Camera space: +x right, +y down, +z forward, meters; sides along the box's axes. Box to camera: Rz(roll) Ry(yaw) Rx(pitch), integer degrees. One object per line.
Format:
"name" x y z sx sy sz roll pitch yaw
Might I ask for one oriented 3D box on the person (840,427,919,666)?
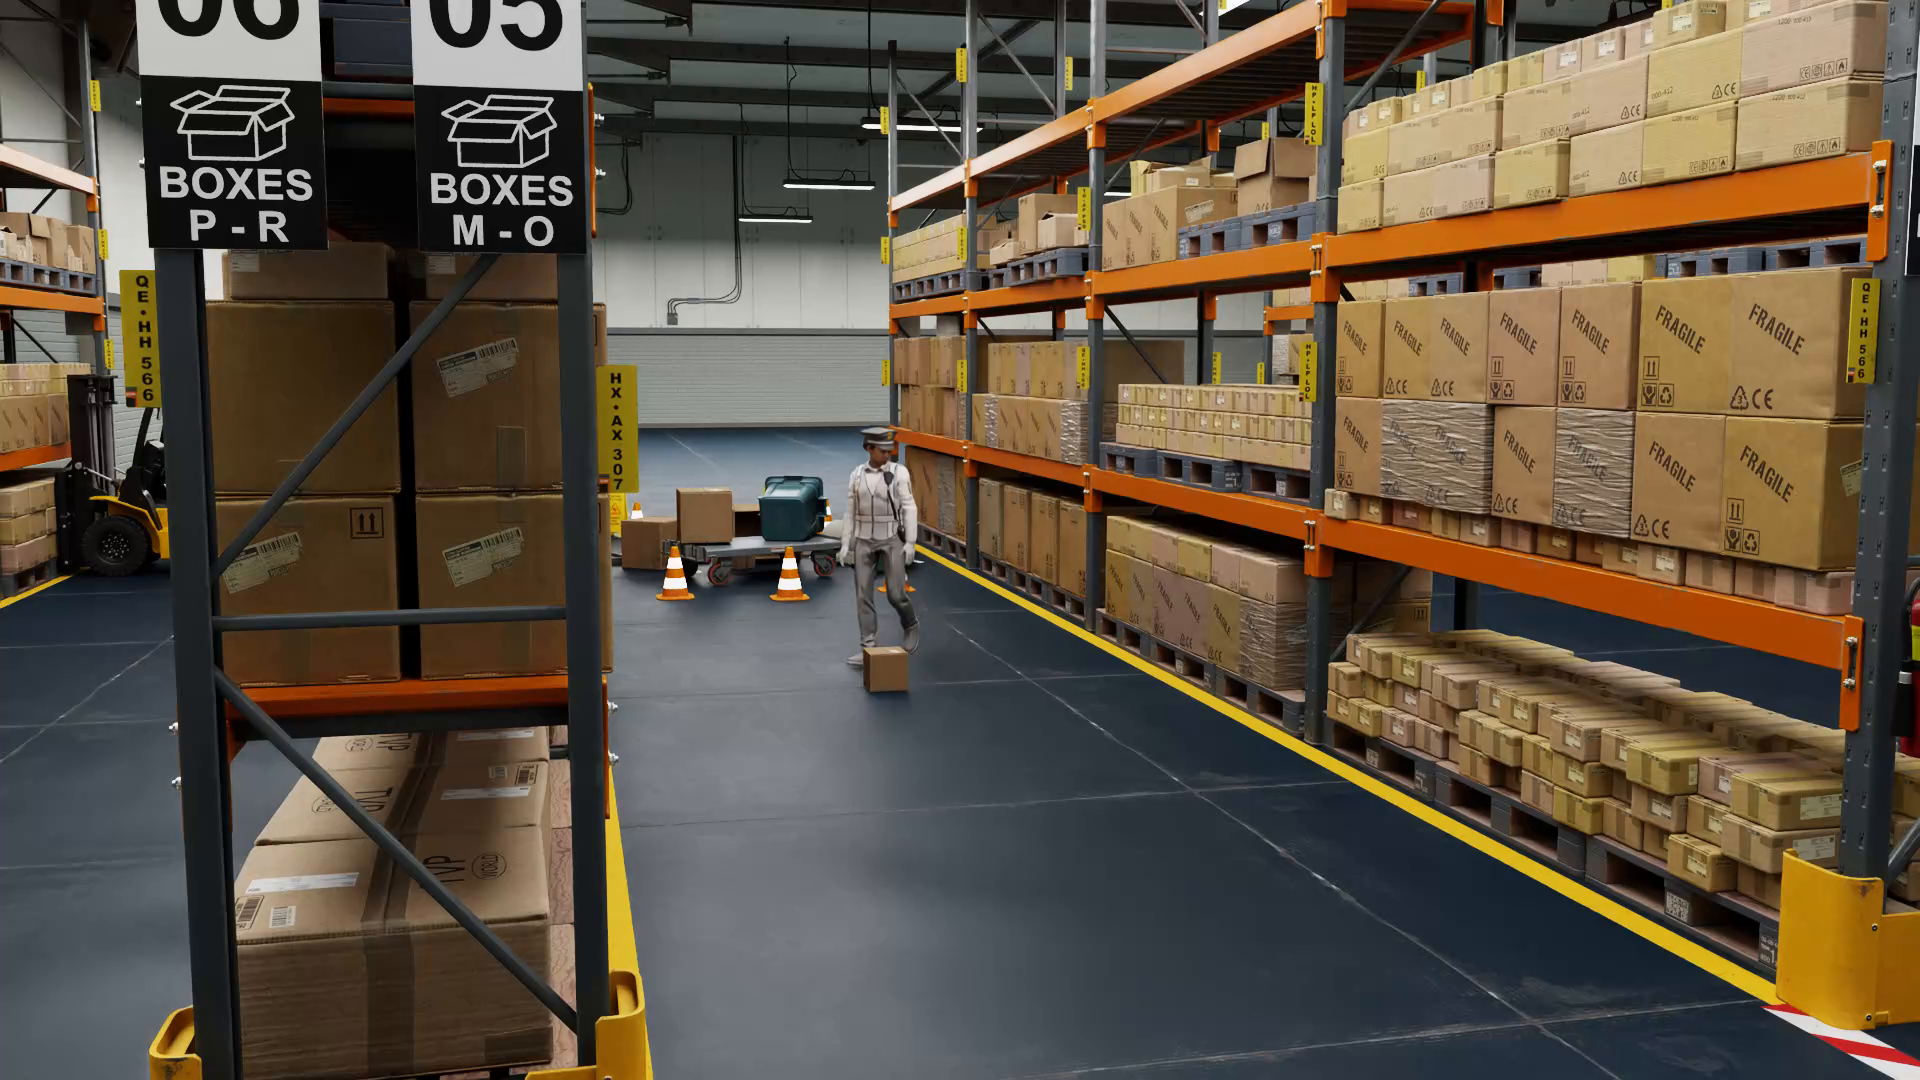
"person" -0.555 0.034 11.688 0.538 1.659 0.565 2 7 20
